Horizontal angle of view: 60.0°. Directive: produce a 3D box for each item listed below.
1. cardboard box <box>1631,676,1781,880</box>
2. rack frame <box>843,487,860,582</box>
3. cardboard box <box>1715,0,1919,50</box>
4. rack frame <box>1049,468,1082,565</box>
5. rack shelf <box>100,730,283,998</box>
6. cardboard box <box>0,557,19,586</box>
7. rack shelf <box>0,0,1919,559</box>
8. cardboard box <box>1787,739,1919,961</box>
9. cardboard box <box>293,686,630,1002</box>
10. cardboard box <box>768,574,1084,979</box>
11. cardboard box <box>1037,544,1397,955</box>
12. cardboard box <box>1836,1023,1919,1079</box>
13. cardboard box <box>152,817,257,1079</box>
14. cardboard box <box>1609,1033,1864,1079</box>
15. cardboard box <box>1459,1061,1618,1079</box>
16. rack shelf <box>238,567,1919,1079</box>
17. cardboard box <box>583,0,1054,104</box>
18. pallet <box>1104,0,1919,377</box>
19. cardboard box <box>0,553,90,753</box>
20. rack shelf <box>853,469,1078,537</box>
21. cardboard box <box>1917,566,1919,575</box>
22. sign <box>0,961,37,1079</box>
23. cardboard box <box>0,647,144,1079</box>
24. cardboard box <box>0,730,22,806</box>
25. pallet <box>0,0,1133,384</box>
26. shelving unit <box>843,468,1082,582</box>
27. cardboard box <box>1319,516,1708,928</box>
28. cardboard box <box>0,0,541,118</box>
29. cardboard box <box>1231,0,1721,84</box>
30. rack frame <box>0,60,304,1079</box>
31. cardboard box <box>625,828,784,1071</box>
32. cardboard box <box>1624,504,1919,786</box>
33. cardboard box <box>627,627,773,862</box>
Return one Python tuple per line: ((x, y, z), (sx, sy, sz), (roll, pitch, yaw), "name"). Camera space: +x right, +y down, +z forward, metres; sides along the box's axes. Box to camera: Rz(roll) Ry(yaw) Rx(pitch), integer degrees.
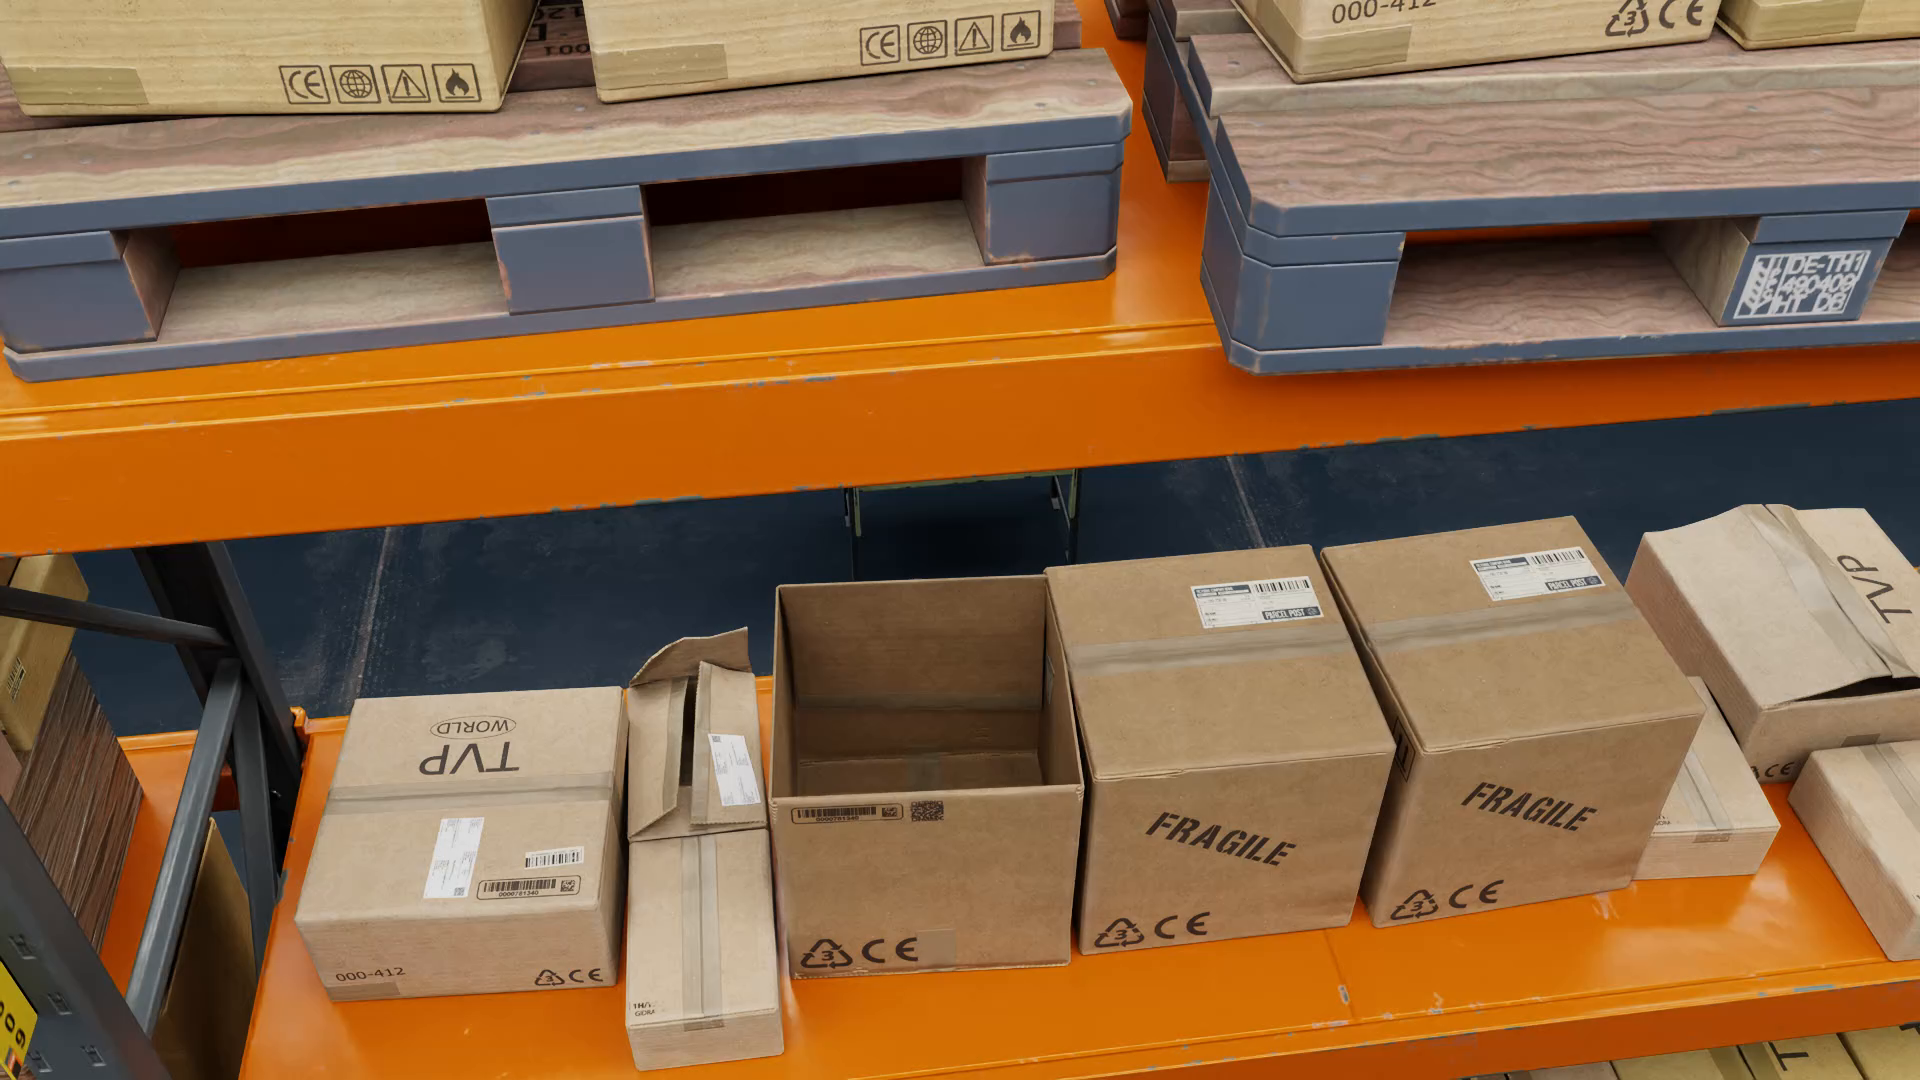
((1.357, 0.452, 3.197), (0.250, 0.149, 0.380), (-2, 42, -2), "cardboard box")
((-0.370, -0.525, 5.212), (0.023, 1.500, 0.400), (-5, 42, -6), "rack frame")
((1.086, -0.827, 1.987), (0.500, 0.250, 0.500), (-6, 42, -6), "cardboard box")
((0.356, -0.588, 5.282), (0.023, 1.500, 0.400), (-5, 42, -6), "rack frame")
((-3.335, 0.999, 2.941), (4.000, 0.370, 1.077), (-5, 42, -6), "rack shelf")
((-1.791, 0.082, 2.377), (0.500, 0.500, 0.700), (-5, 42, -5), "cardboard box")
((0.631, -0.463, 2.321), (4.000, 0.370, 1.077), (-5, 42, -6), "rack shelf")
((1.758, 0.565, 3.071), (0.250, 0.149, 0.380), (-5, 42, -6), "cardboard box")
((-0.869, 0.542, 3.022), (0.500, 0.250, 0.500), (-3, 42, -3), "cardboard box")
((-0.066, 0.419, 2.971), (0.500, 0.500, 0.500), (-2, 42, -2), "cardboard box")
((0.431, 0.375, 3.020), (0.500, 0.500, 0.500), (-5, 42, -5), "cardboard box")
((2.127, 1.076, 3.638), (0.500, 0.311, 0.500), (-4, 42, -4), "cardboard box")
((-1.852, 0.977, 3.607), (0.500, 0.500, 0.500), (-5, 42, -6), "cardboard box")
((1.612, 1.126, 3.583), (0.500, 0.311, 0.500), (-6, 42, -6), "cardboard box")
((1.111, 1.168, 3.537), (0.500, 0.311, 0.500), (-5, 42, -6), "cardboard box")
((0.631, 0.651, 3.326), (4.000, 0.370, 1.077), (-5, 42, -6), "rack shelf")
((-0.196, -0.753, 1.904), (0.500, 0.250, 0.500), (-9, 43, -10), "cardboard box")
((0.844, -0.616, 2.095), (1.213, 0.211, 1.003), (-3, 42, -4), "pallet")
((-1.644, 0.174, 2.758), (0.250, 0.149, 0.380), (-5, 42, -6), "cardboard box")
((-0.007, -0.314, 5.465), (0.720, 0.370, 0.431), (-5, 42, -6), "rack shelf")
((2.248, 0.246, 3.304), (0.500, 0.311, 0.500), (-3, 42, -3), "cardboard box")
((-1.279, 0.575, 2.167), (0.005, 0.325, 0.100), (-5, 42, -6), "sign")
((-1.791, 0.563, 2.811), (0.500, 0.500, 0.700), (-6, 42, -7), "cardboard box")
((-1.594, 0.446, 2.457), (0.250, 0.149, 0.380), (-5, 42, -6), "cardboard box")
((-0.479, -0.570, 2.046), (1.217, 0.209, 0.805), (-7, 42, -7), "pallet")
((-0.007, -0.556, 5.247), (0.755, 1.500, 0.431), (-5, 42, -6), "shelving unit")
((0.953, 0.330, 3.070), (0.500, 0.500, 0.500), (-7, 43, -8), "cardboard box")
((-0.740, -0.704, 1.849), (0.500, 0.250, 0.500), (-1, 42, -1), "cardboard box")
((0.552, -0.782, 1.936), (0.500, 0.250, 0.500), (-8, 43, -9), "cardboard box")
((-1.352, 0.558, 2.892), (0.127, 3.000, 1.000), (-5, 42, -6), "rack frame")
((-0.447, 0.710, 2.911), (0.250, 0.149, 0.380), (-5, 42, -6), "cardboard box")
((1.702, 0.192, 3.364), (0.500, 0.311, 0.500), (-5, 42, -6), "cardboard box")
((-0.504, 0.409, 3.157), (0.258, 0.266, 0.396), (-6, 42, -7), "cardboard box")
